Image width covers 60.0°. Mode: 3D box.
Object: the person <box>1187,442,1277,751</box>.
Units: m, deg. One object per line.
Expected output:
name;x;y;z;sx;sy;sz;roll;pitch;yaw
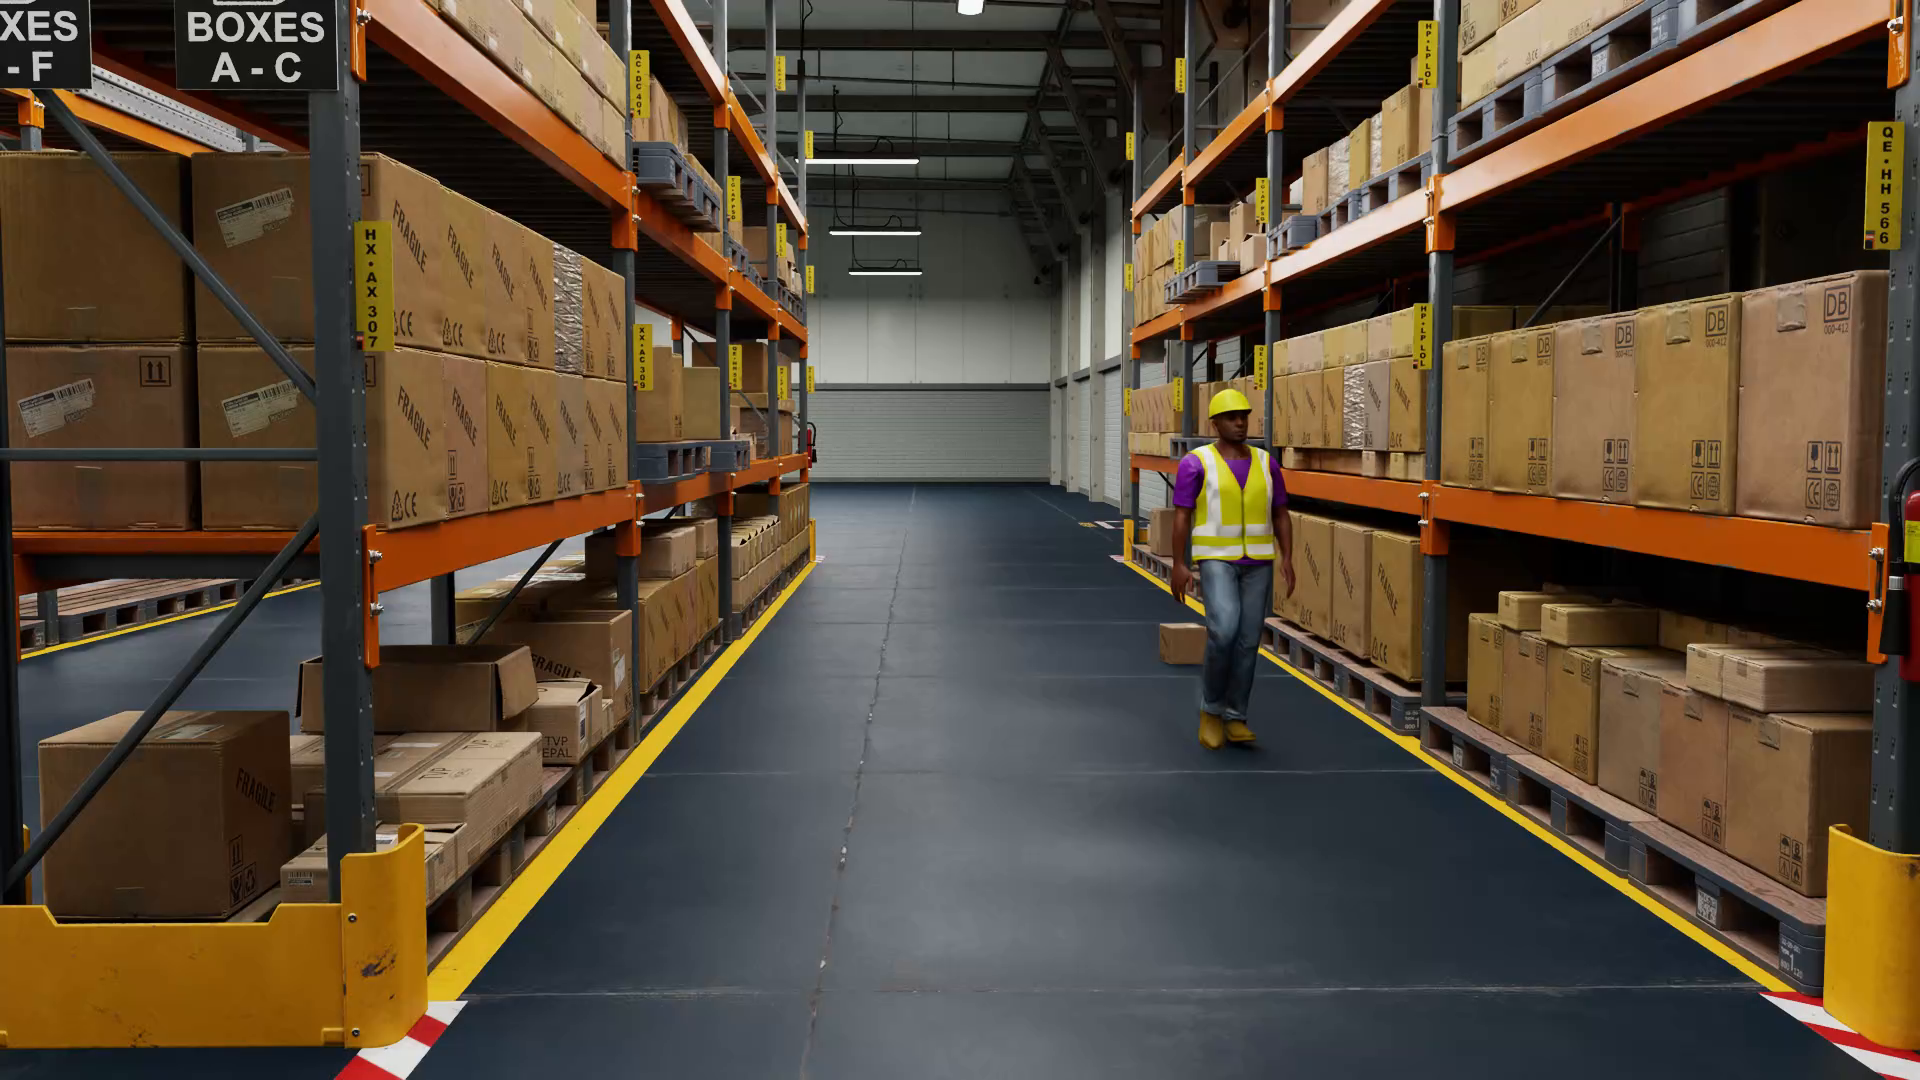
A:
person;-7.747;-0.942;14.095;15.445;3.204;15.978;-1;4;-13
